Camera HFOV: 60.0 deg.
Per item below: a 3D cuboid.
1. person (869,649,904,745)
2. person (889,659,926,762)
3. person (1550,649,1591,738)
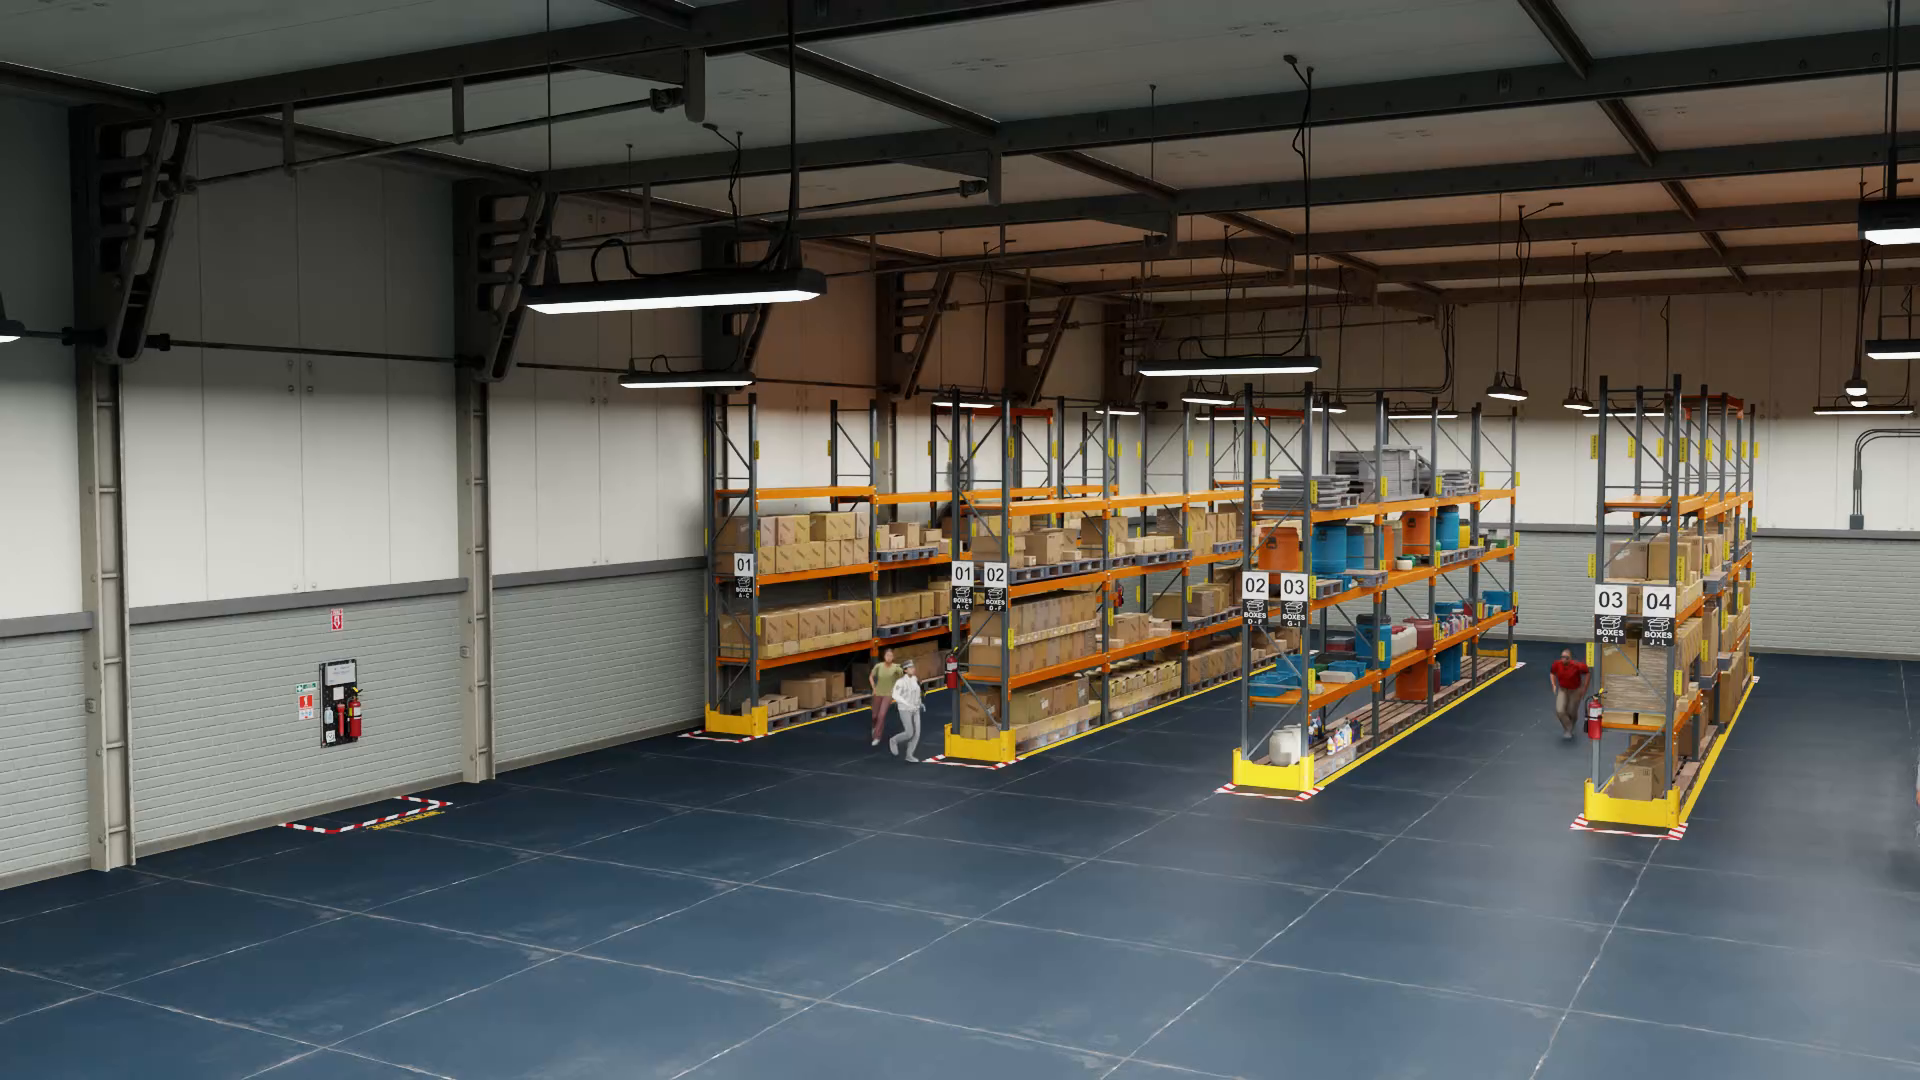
[{"bbox_3d":[-1.239,2.665,28.495,0.625,1.640,0.682,0,3,3],"label":"person"},{"bbox_3d":[-0.847,2.728,26.731,0.600,1.652,0.609,3,4,42],"label":"person"},{"bbox_3d":[10.668,2.667,29.030,0.681,1.583,0.888,2,4,33],"label":"person"}]
